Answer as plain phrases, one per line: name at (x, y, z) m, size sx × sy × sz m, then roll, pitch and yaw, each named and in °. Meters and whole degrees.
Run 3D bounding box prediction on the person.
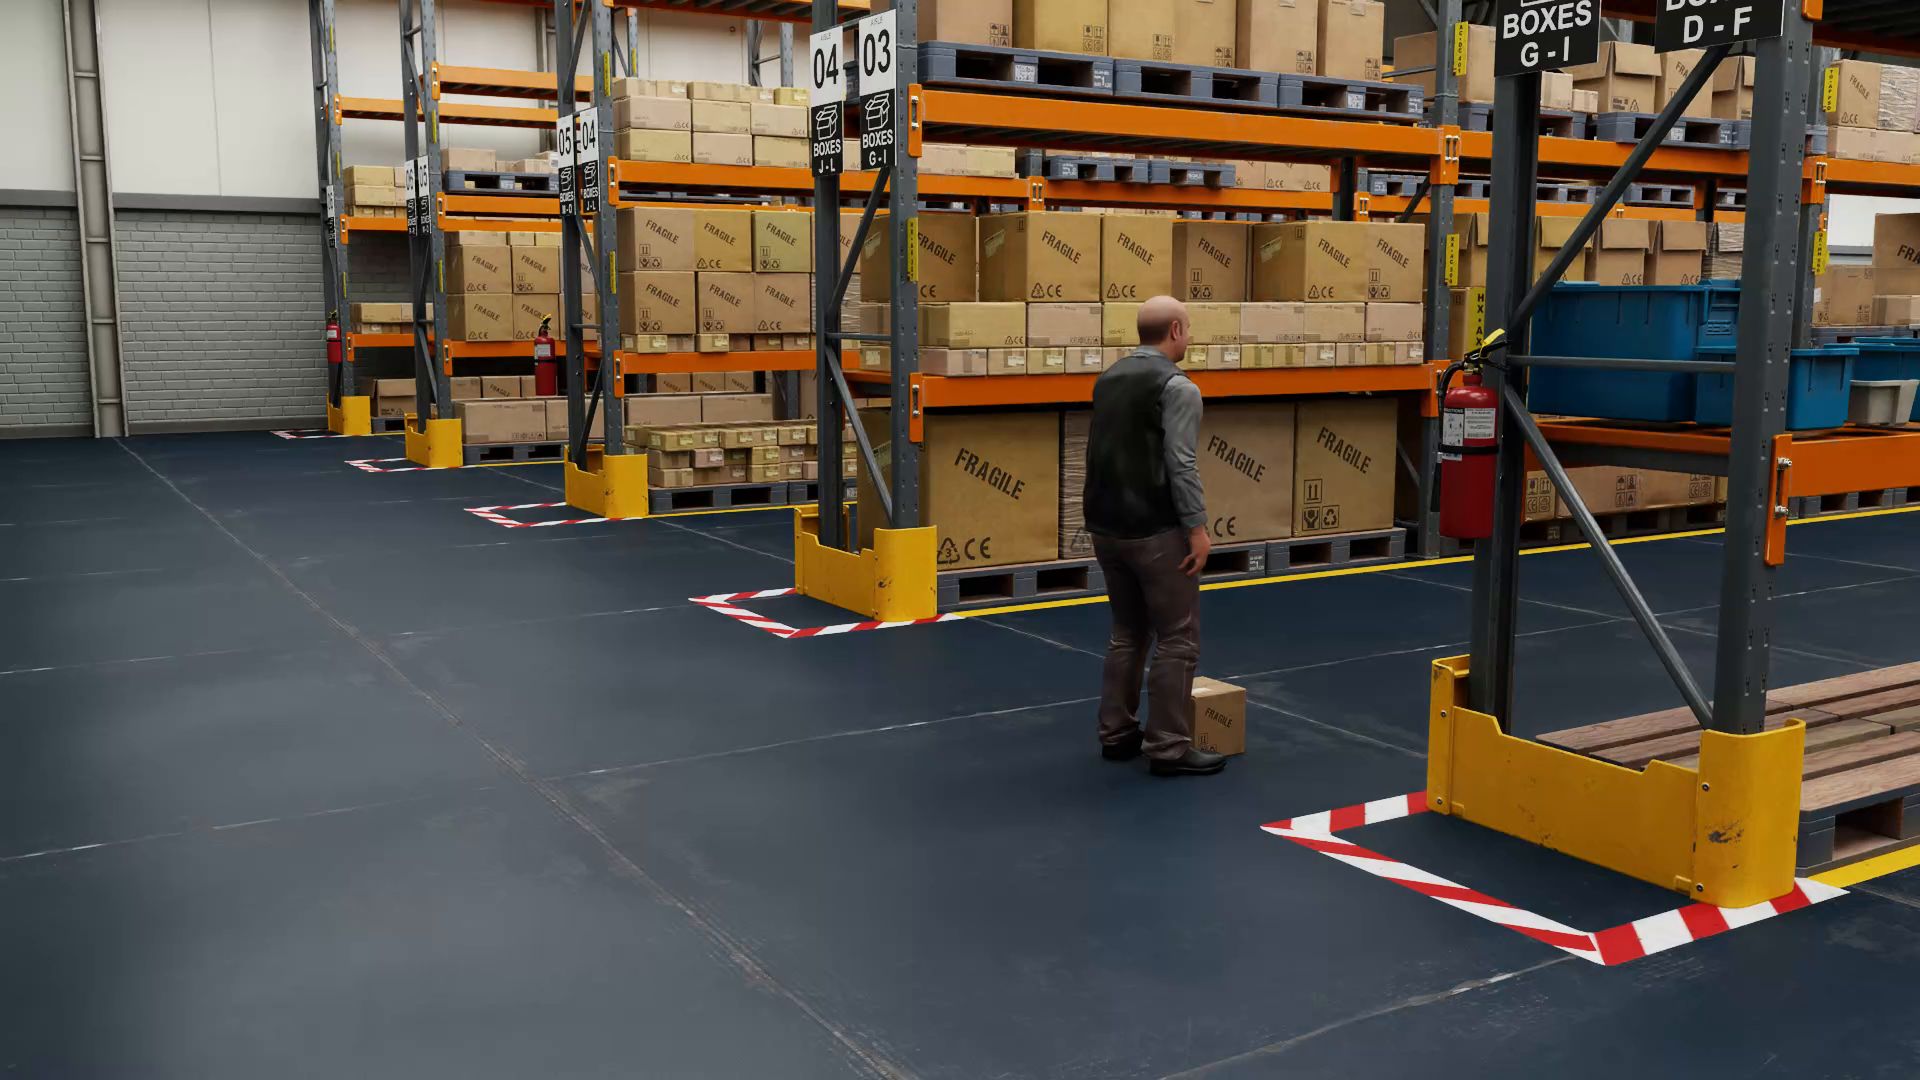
person at (0.677, -0.025, 6.084) m, size 0.420 × 1.720 × 0.579 m, roll -5°, pitch 9°, yaw -31°
